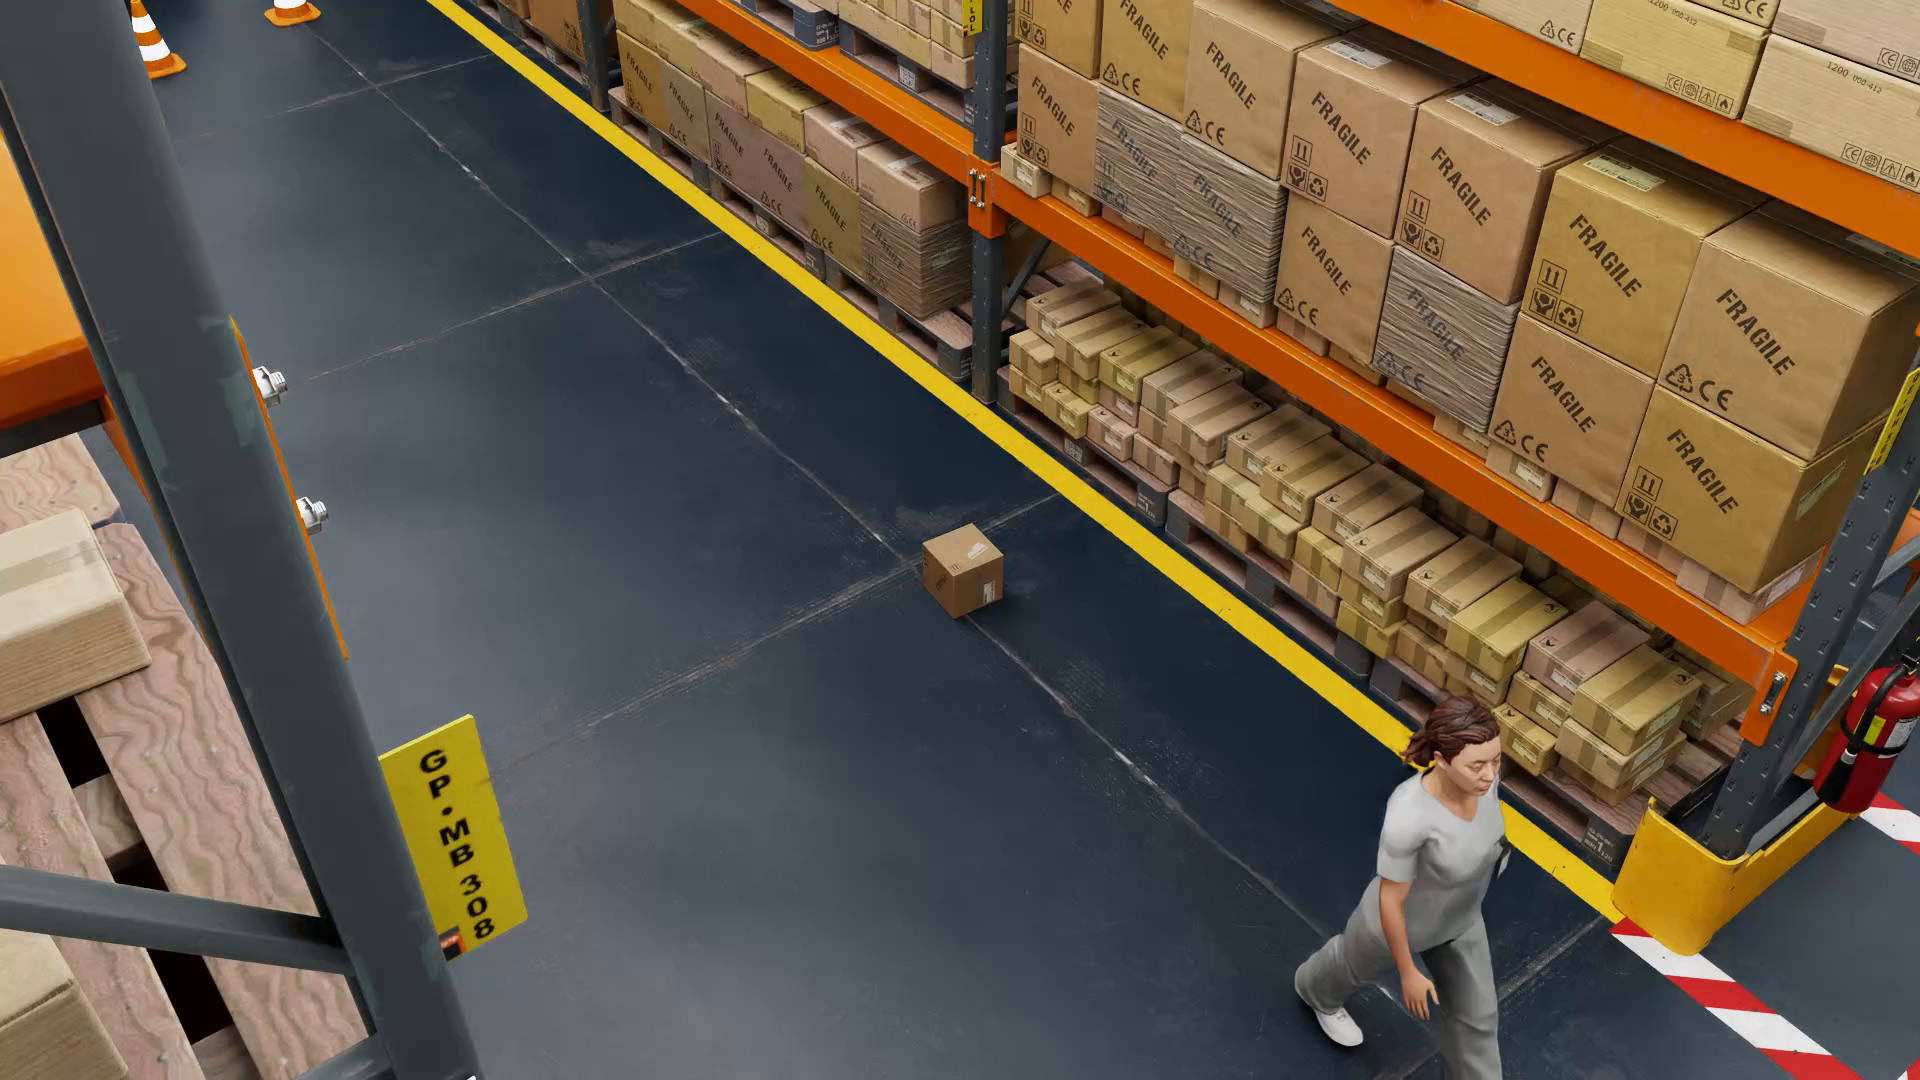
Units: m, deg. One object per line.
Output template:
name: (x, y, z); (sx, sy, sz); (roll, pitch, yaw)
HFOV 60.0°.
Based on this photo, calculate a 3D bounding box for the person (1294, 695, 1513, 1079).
person: (1.393, 1.137, 4.805); (0.474, 1.623, 0.943); (-21, 45, -23)
